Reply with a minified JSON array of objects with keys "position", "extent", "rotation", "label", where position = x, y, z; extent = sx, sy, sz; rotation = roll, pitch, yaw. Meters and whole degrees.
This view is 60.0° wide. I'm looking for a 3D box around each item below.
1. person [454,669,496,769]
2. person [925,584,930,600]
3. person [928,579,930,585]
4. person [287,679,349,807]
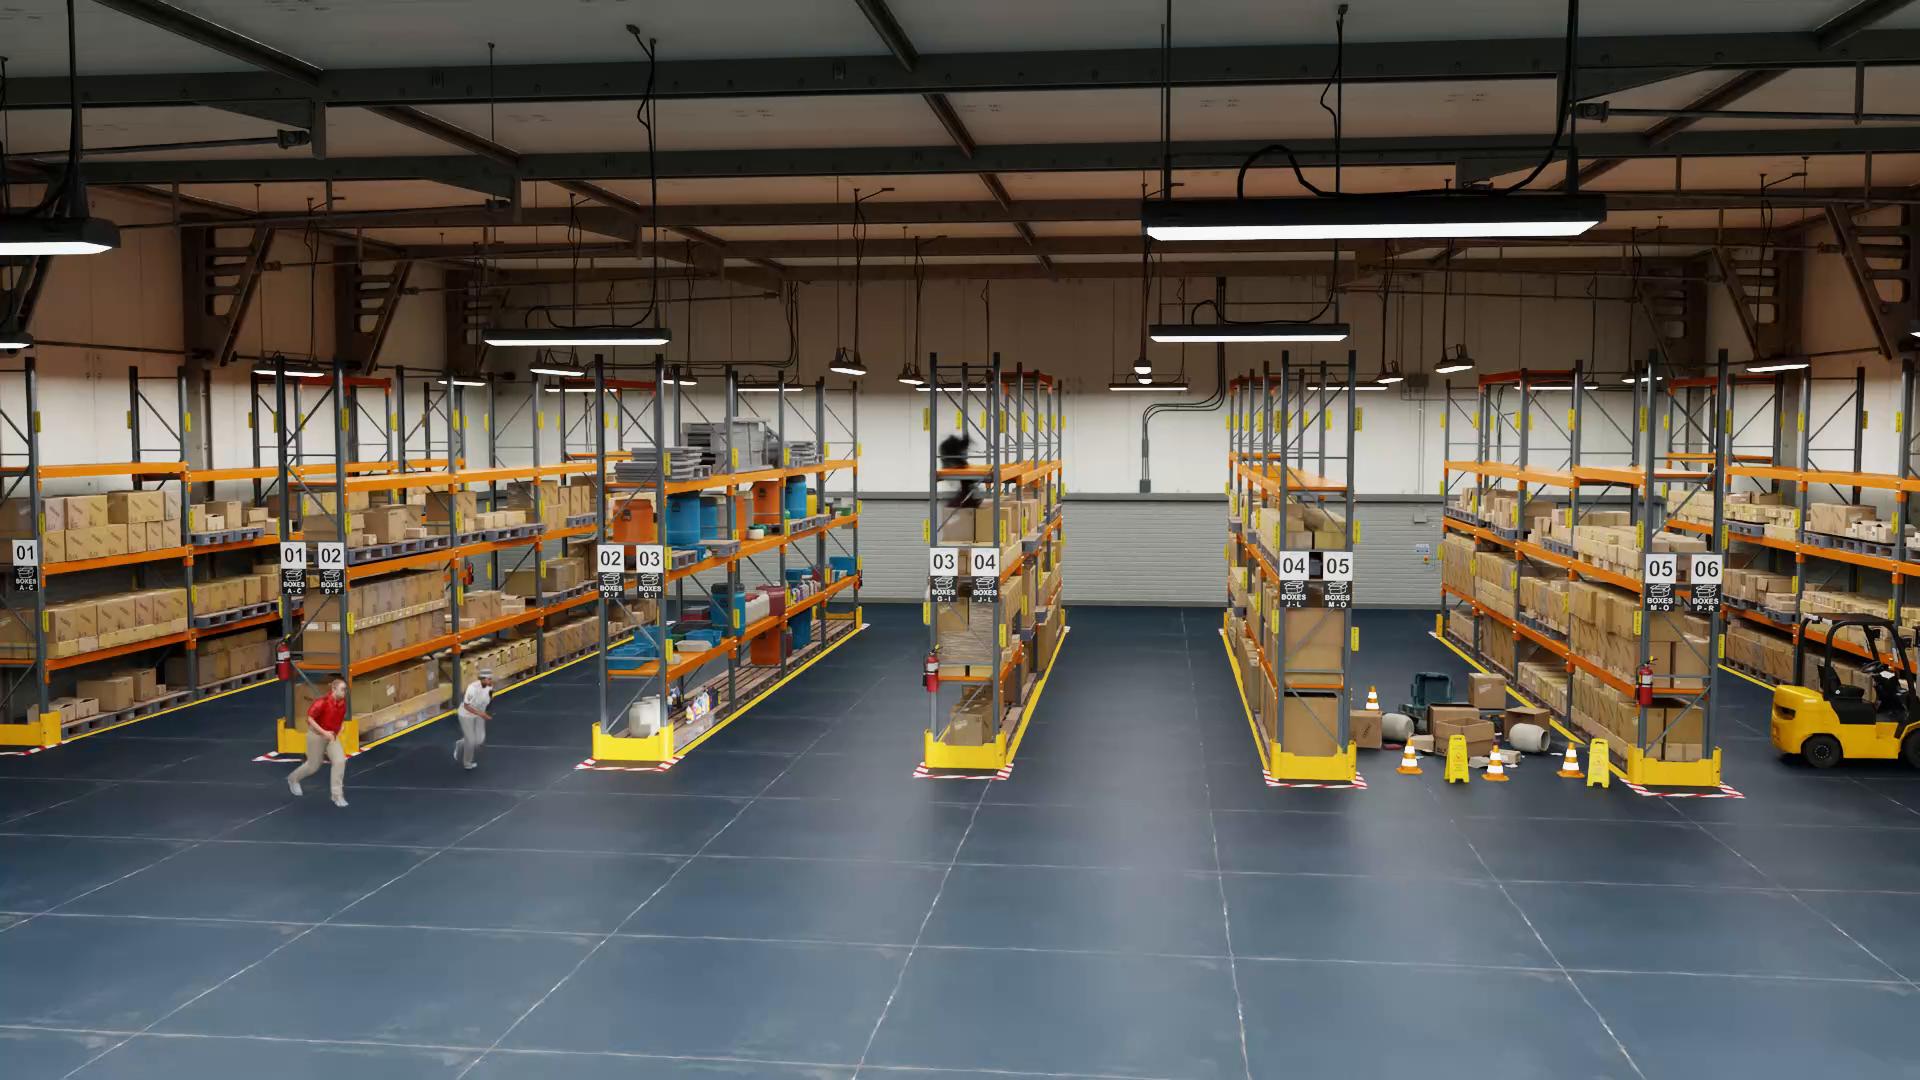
[{"position":[-6.975,2.573,24.001],"extent":[0.802,1.488,0.584],"rotation":[3,5,32],"label":"person"},{"position":[-0.531,1.543,37.875],"extent":[0.544,1.567,0.905],"rotation":[0,4,0],"label":"person"},{"position":[-0.368,1.367,38.874],"extent":[0.681,1.752,0.717],"rotation":[-1,4,-11],"label":"person"},{"position":[-8.441,2.654,21.882],"extent":[1.011,1.697,0.692],"rotation":[1,4,20],"label":"person"}]
